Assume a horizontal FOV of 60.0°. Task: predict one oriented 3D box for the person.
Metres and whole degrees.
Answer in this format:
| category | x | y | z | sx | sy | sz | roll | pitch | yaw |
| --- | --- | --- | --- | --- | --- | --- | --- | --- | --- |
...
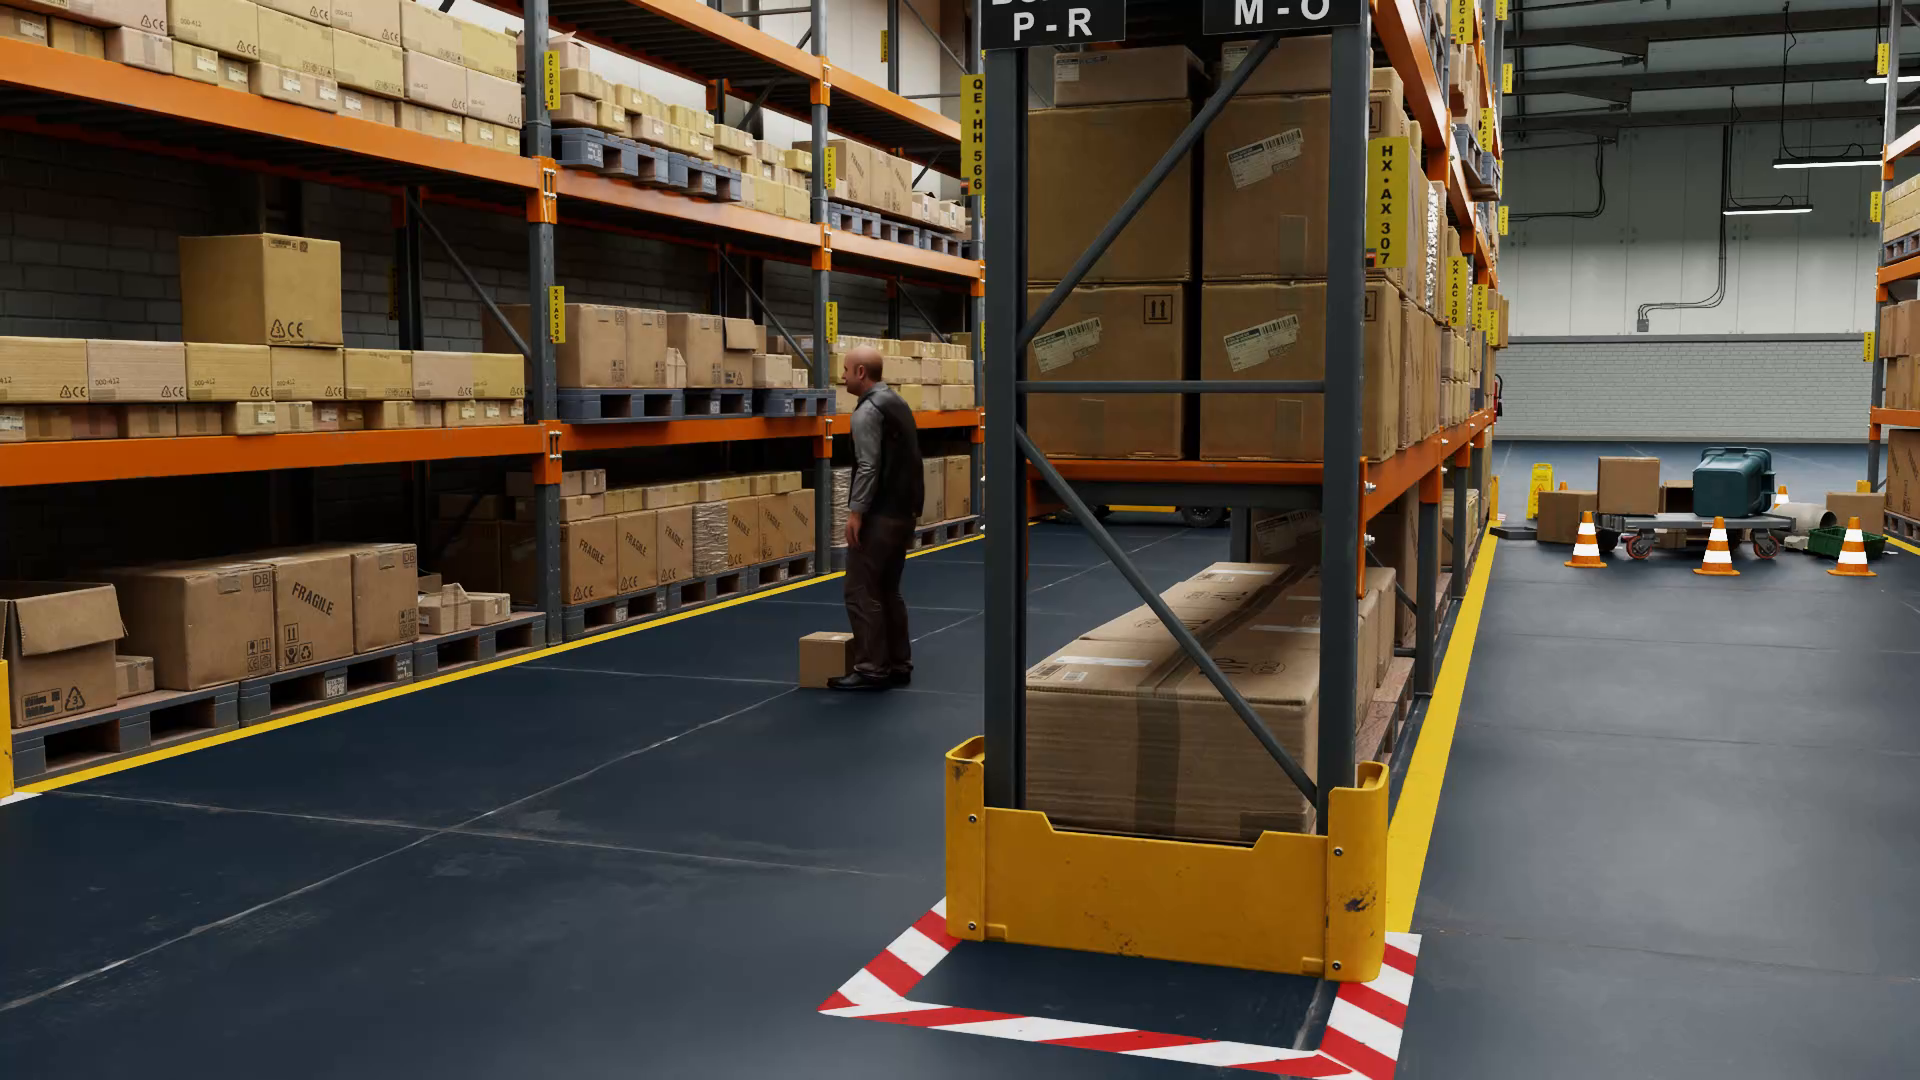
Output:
| category | x | y | z | sx | sy | sz | roll | pitch | yaw |
| --- | --- | --- | --- | --- | --- | --- | --- | --- | --- |
| person | -0.416 | -0.111 | 8.349 | 0.462 | 1.721 | 0.588 | 2 | 5 | 17 |
